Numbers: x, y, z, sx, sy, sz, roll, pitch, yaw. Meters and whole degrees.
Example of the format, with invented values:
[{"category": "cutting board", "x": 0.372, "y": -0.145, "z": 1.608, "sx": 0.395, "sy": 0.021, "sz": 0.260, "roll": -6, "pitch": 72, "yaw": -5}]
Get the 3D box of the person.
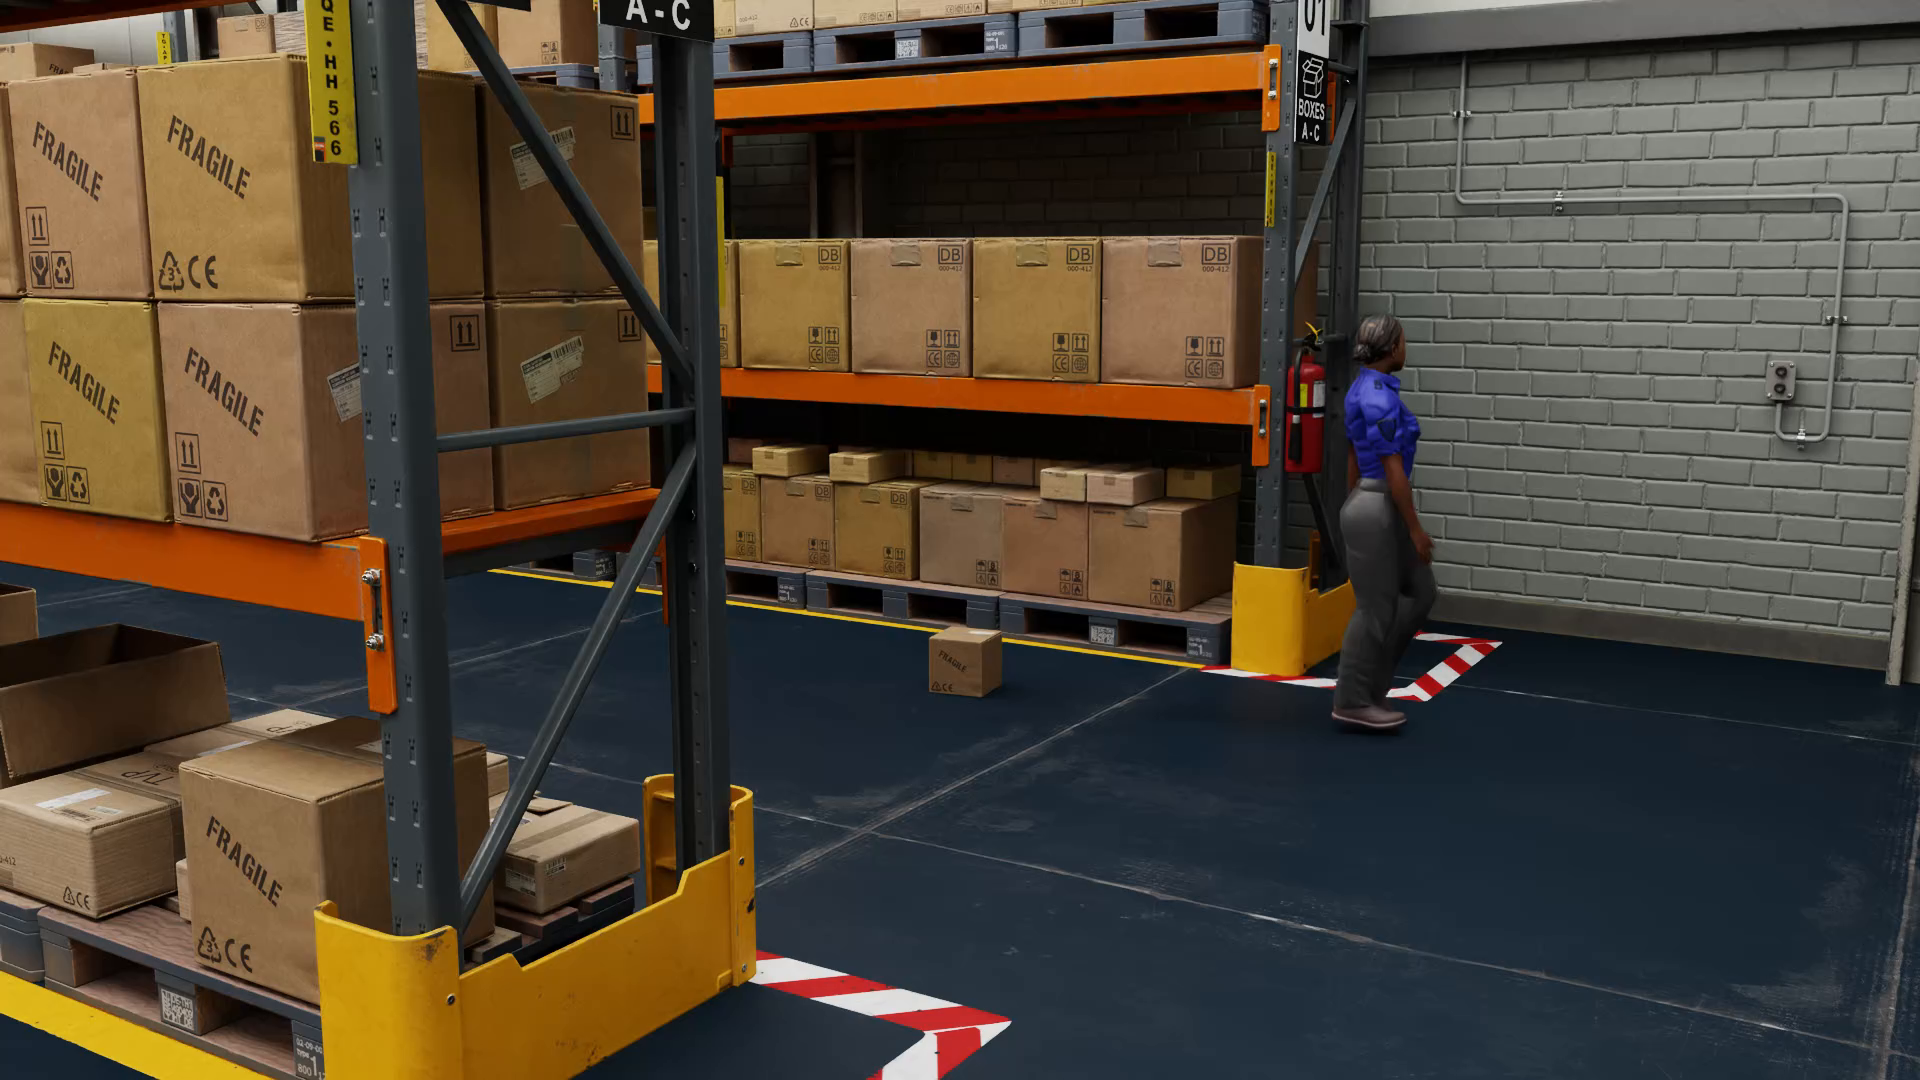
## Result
[{"category": "person", "x": 1.719, "y": -0.044, "z": 6.635, "sx": 0.407, "sy": 1.706, "sz": 0.452, "roll": 2, "pitch": 10, "yaw": 12}]
